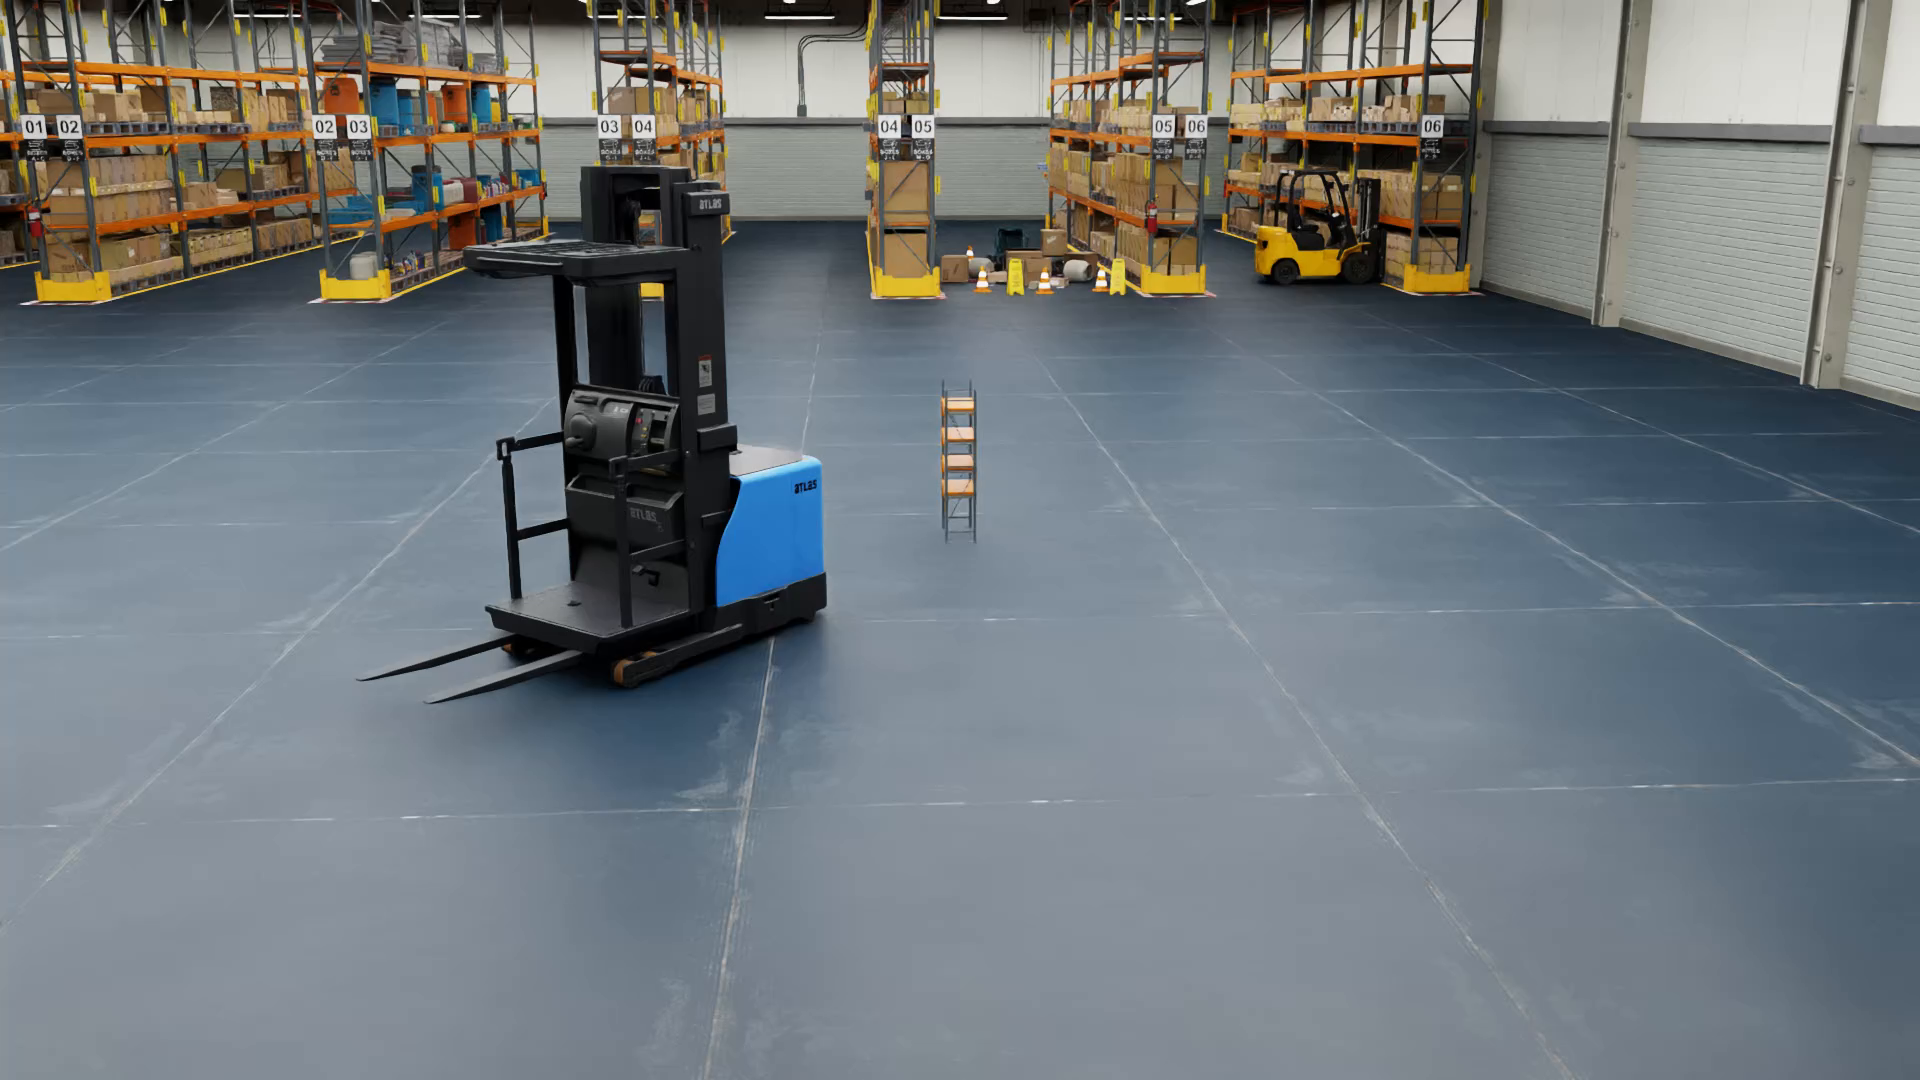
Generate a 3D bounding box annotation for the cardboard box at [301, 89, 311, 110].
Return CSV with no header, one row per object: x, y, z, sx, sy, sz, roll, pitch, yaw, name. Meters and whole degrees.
-16.508,-10.966,41.400,0.700,0.500,0.500,-1,14,-3,cardboard box

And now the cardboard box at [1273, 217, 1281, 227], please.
8.057,-7.729,41.219,0.500,0.500,0.500,-1,14,-5,cardboard box

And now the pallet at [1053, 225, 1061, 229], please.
3.108,-8.485,45.582,1.003,0.211,1.213,-1,14,-3,pallet

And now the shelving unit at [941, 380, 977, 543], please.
-0.010,-0.622,13.037,0.258,1.200,0.503,-1,14,-3,shelving unit

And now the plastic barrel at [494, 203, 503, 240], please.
-11.590,-7.861,40.927,0.600,0.901,0.708,-1,14,-3,plastic barrel

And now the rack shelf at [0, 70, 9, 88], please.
-21.123,-9.527,34.243,1.077,0.370,4.000,-1,14,-3,rack shelf

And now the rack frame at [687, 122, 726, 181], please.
-6.911,-9.881,45.408,1.000,3.000,0.127,-1,14,-3,rack frame

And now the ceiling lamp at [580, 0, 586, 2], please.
-8.761,-14.377,39.131,0.800,3.185,2.000,-1,14,-3,ceiling lamp

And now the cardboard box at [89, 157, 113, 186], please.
-15.865,-6.686,30.189,0.700,0.500,0.500,-1,14,-5,cardboard box

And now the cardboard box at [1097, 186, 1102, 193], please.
3.262,-7.834,37.114,0.380,0.149,0.250,-1,14,-3,cardboard box

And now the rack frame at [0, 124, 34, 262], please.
-21.247,-7.662,36.784,1.000,3.000,0.127,-1,14,-3,rack frame

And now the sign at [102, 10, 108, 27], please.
-16.596,-10.129,32.301,0.100,0.325,0.005,-1,14,-3,sign

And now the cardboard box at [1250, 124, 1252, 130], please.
7.825,-10.851,43.663,0.380,0.149,0.250,-1,14,-3,cardboard box

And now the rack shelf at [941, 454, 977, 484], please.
-0.010,-0.557,13.054,0.258,0.148,0.480,-1,14,-3,rack shelf

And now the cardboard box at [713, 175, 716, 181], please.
-6.431,-9.078,41.994,0.500,0.250,0.500,-1,14,-4,cardboard box

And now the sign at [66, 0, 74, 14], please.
-15.253,-9.191,28.496,0.100,0.325,0.005,-1,14,-3,sign

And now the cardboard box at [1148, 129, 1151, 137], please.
3.670,-7.470,30.523,0.380,0.149,0.250,-1,14,-3,cardboard box

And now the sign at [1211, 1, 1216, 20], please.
4.513,-9.459,29.696,0.100,0.325,0.005,-1,14,-3,sign

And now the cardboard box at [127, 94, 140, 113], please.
-16.287,-8.387,32.260,0.500,0.500,0.500,0,14,1,cardboard box

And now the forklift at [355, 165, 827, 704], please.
-2.166,-0.693,9.839,1.130,2.935,3.031,10,18,35,forklift

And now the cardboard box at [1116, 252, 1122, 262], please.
3.491,-5.770,34.108,0.500,0.250,0.500,-2,15,-6,cardboard box

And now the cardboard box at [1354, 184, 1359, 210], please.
8.444,-7.061,34.248,0.500,0.500,0.500,-1,14,-5,cardboard box

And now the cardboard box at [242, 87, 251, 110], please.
-16.355,-9.960,37.489,0.500,0.500,0.500,-1,14,-3,cardboard box

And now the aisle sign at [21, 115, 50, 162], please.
-16.096,-6.987,28.947,0.394,0.787,0.004,-1,14,-3,aisle sign

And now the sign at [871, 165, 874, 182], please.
-1.752,-7.459,33.833,0.100,0.325,0.005,-1,14,-3,sign

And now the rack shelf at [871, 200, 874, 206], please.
-1.582,-8.091,39.898,1.077,0.370,4.000,-1,14,-3,rack shelf

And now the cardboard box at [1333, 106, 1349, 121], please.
8.342,-9.155,35.705,0.500,0.311,0.500,-1,14,-5,cardboard box

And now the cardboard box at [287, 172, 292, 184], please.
-16.838,-8.903,41.407,0.500,0.500,0.500,-1,14,-3,cardboard box

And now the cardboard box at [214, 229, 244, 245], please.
-15.986,-6.627,36.312,0.500,0.311,0.500,-1,14,-4,cardboard box

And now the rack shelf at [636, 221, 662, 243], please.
-6.044,-6.050,31.966,1.077,0.370,4.000,-1,14,-3,rack shelf

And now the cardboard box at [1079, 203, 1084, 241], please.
3.410,-7.836,40.882,0.875,0.875,0.875,0,14,-2,cardboard box

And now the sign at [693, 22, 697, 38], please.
-5.874,-11.298,36.844,0.100,0.325,0.005,-1,14,-3,sign

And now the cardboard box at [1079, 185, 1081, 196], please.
3.123,-8.345,39.743,0.500,0.250,0.500,-1,14,-4,cardboard box

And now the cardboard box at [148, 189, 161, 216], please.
-15.982,-6.551,32.268,0.700,0.500,0.500,-1,14,-4,cardboard box

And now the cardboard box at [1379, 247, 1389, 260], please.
8.510,-5.615,32.502,0.500,0.250,0.500,-1,14,-5,cardboard box

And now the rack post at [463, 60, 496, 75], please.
-11.354,-10.971,38.611,0.937,0.300,0.954,1,14,3,rack post

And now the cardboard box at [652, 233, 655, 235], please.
-6.230,-6.310,35.664,0.700,0.500,0.500,-2,15,-8,cardboard box

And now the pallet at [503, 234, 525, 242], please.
-11.691,-7.641,42.301,1.003,0.211,1.213,-1,14,-3,pallet

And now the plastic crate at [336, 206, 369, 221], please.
-11.227,-6.034,30.758,0.499,0.251,0.408,-1,14,-3,plastic crate

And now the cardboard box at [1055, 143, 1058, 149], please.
2.749,-10.592,44.665,0.380,0.149,0.250,-1,14,-5,cardboard box

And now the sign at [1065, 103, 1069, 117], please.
2.674,-10.771,41.654,0.100,0.325,0.005,-1,14,-3,sign

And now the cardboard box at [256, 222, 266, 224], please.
-16.665,-7.230,39.239,0.500,0.500,0.500,-1,14,-6,cardboard box

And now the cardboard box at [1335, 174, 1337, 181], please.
8.336,-7.826,35.920,0.380,0.149,0.250,-1,14,-5,cardboard box

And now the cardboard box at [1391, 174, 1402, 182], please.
8.535,-6.976,32.020,0.380,0.149,0.250,-1,14,-2,cardboard box

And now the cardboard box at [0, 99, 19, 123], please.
-21.334,-9.493,36.799,0.700,0.500,0.500,-2,15,-8,cardboard box

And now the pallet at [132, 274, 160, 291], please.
-15.969,-4.891,31.613,1.003,0.211,1.213,-1,14,-3,pallet

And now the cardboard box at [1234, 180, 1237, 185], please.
7.742,-9.841,45.758,0.380,0.149,0.250,-1,14,-2,cardboard box
